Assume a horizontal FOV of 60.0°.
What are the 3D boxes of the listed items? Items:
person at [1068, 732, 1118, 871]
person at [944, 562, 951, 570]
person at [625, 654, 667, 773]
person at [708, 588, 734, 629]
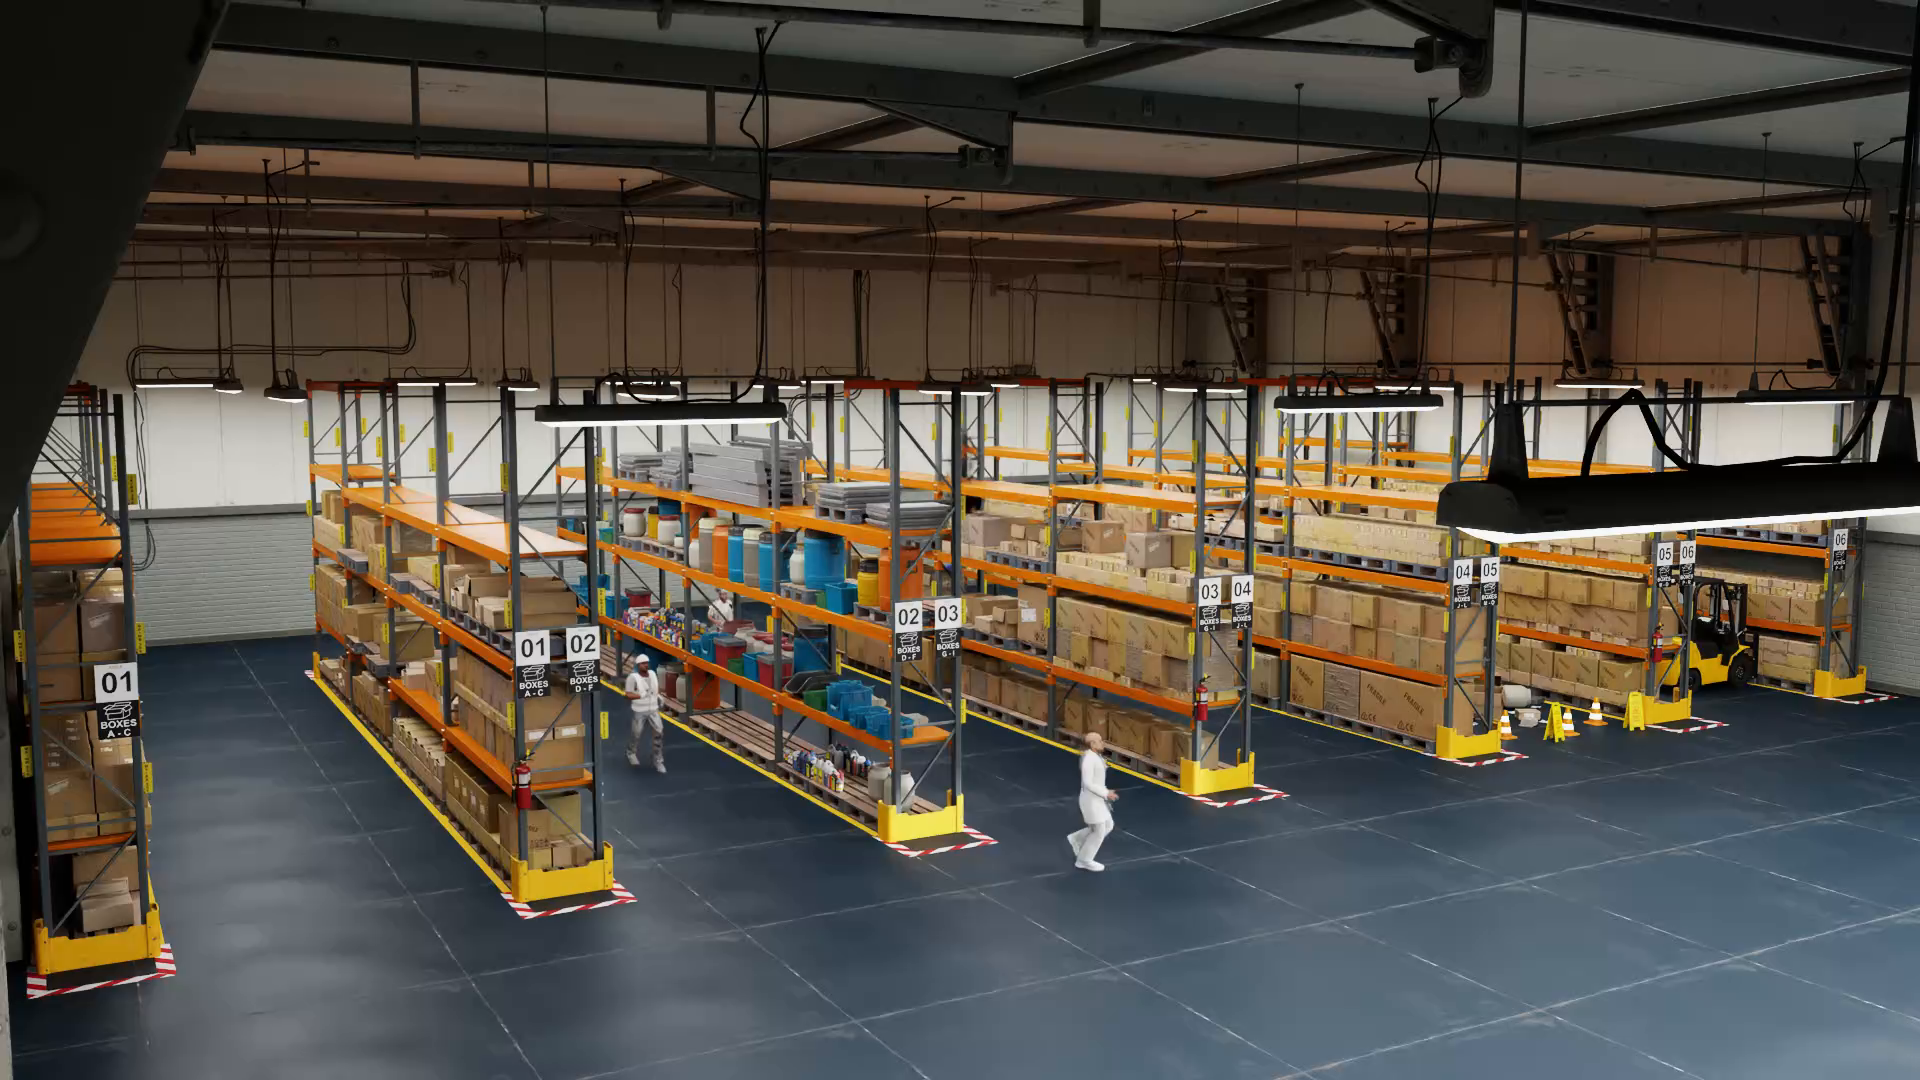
[{"bbox_3d":[1.666,3.259,20.826,0.651,1.736,0.748,1,6,9],"label":"person"},{"bbox_3d":[-0.360,1.089,42.032,0.572,1.626,0.718,-1,6,-9],"label":"person"},{"bbox_3d":[-4.908,2.686,25.884,0.678,1.838,0.800,-4,8,-36],"label":"person"},{"bbox_3d":[-4.902,1.813,34.371,0.639,1.731,0.576,-4,8,-36],"label":"person"}]
